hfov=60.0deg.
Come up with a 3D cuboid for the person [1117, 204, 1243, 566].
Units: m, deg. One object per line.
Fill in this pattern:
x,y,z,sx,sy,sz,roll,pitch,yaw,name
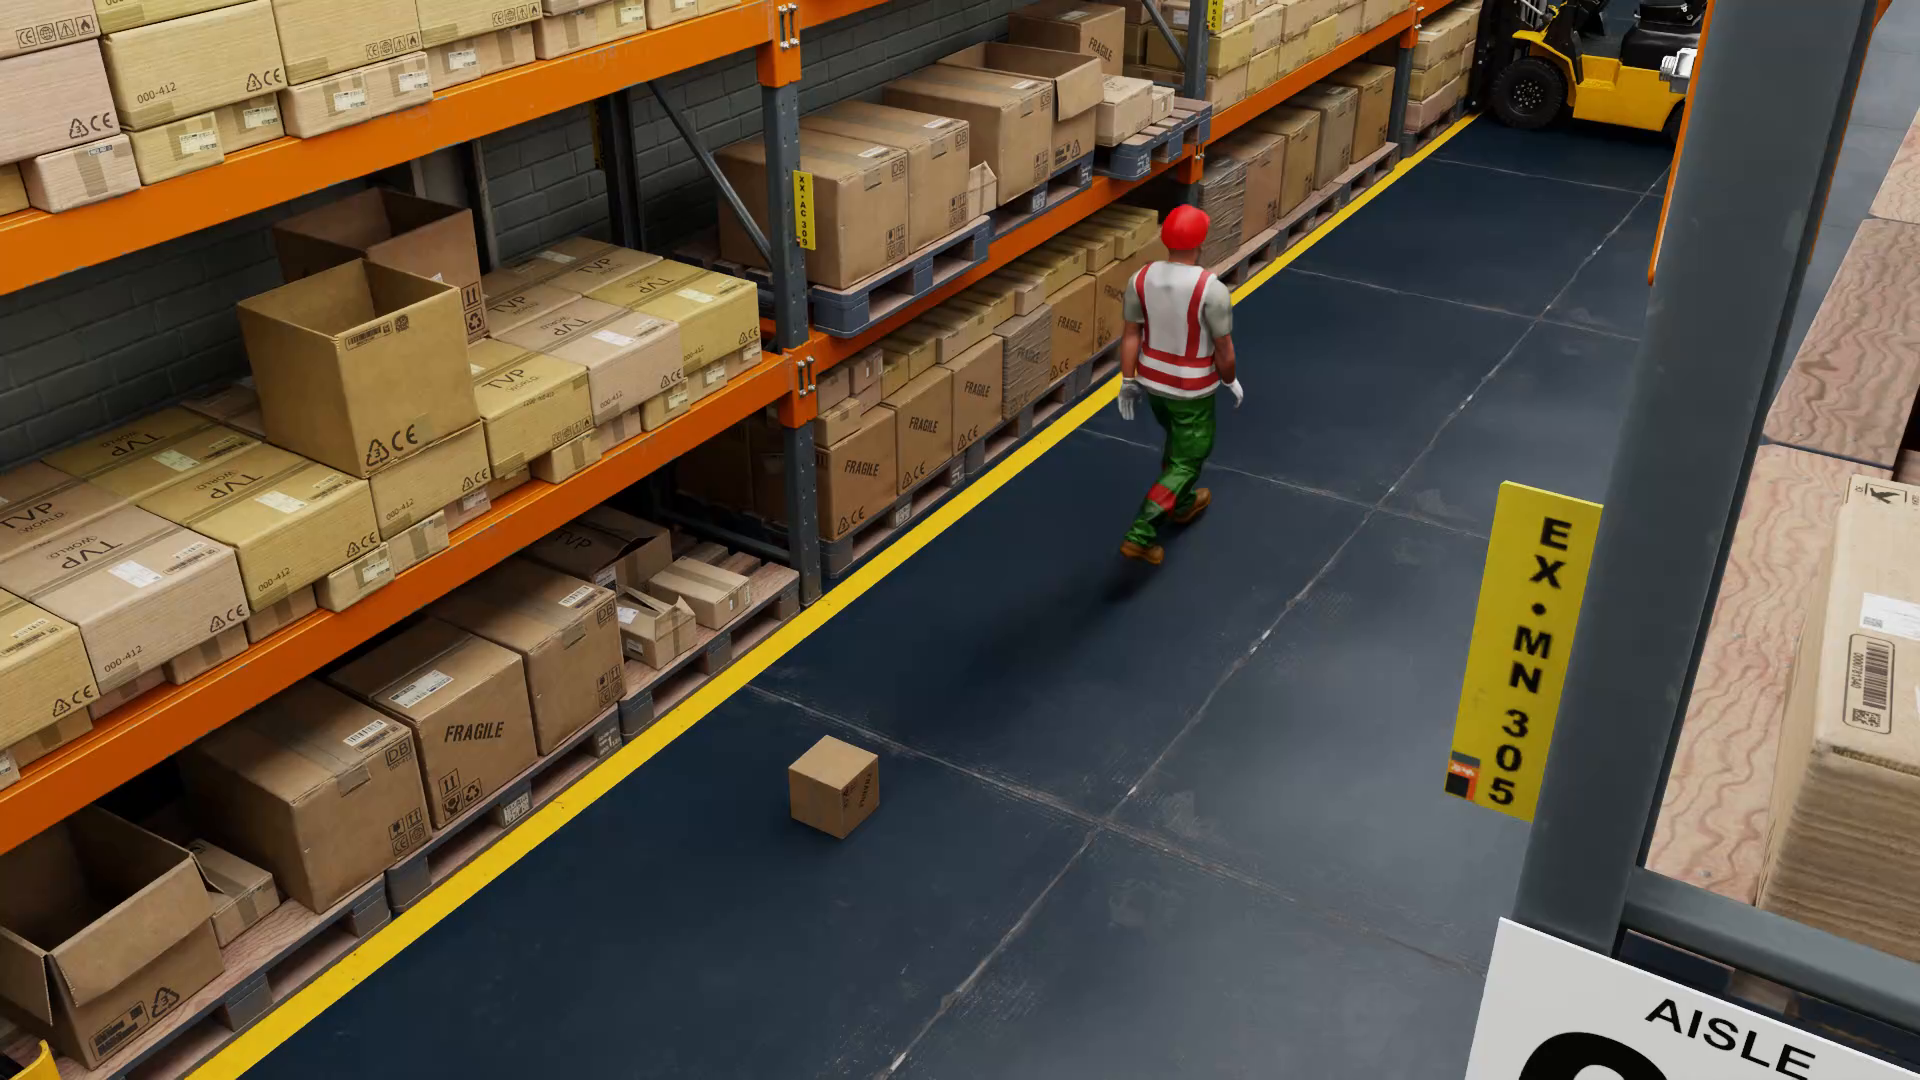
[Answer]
1.024,-0.738,7.867,0.531,1.749,1.005,22,37,33,person
